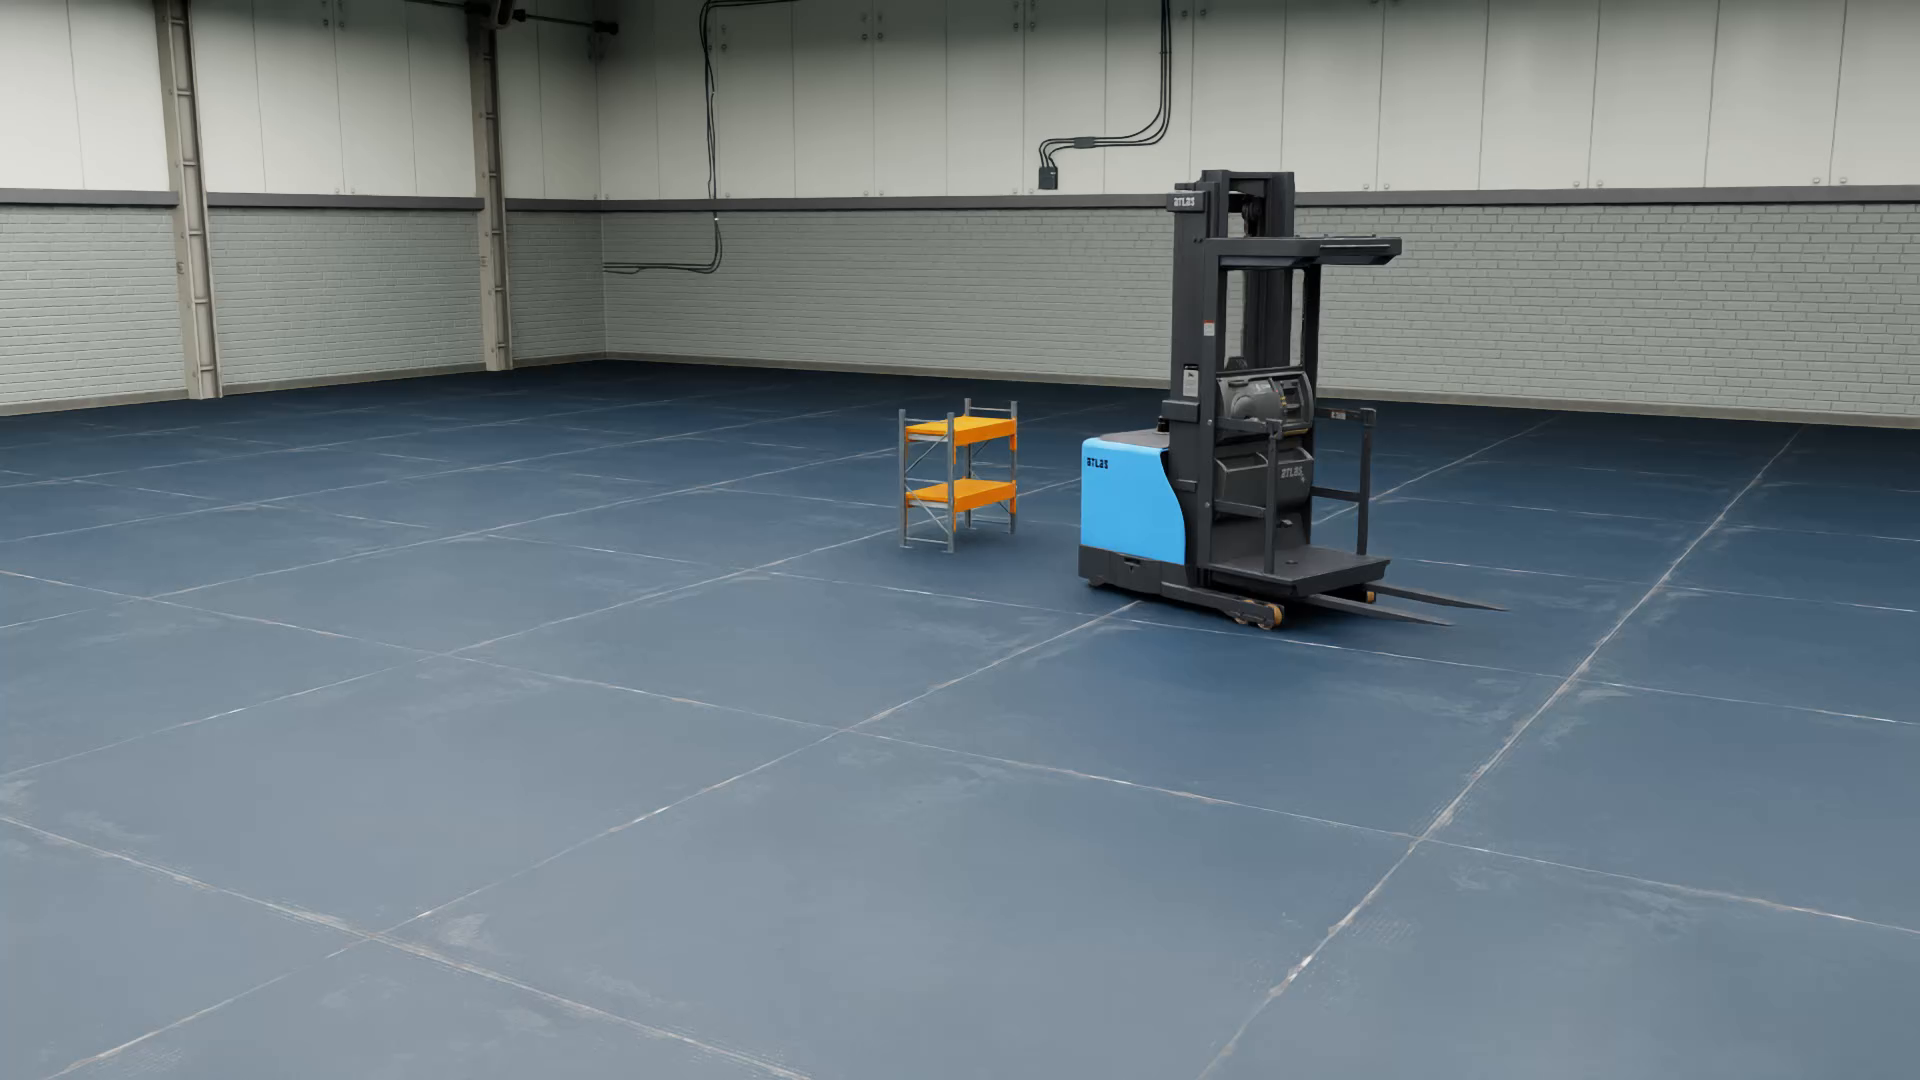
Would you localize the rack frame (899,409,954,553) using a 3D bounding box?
[{"bbox_3d":[-0.267,-0.472,13.332,0.500,1.125,0.032,6,12,31],"label":"rack frame"}]

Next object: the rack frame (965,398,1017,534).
[{"bbox_3d":[0.260,-0.632,14.187,0.500,1.125,0.032,6,12,31],"label":"rack frame"}]

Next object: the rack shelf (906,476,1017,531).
[{"bbox_3d":[-0.004,-0.311,13.804,0.538,0.278,1.000,6,12,31],"label":"rack shelf"}]

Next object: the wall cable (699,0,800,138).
[{"bbox_3d":[-3.494,-8.582,29.970,3.097,2.526,0.112,6,12,31],"label":"wall cable"}]

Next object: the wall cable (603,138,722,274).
[{"bbox_3d":[-5.807,-6.358,31.815,3.097,2.526,0.112,6,12,31],"label":"wall cable"}]

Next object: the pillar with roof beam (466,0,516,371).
[{"bbox_3d":[-4.787,-7.136,27.533,9.100,9.000,0.548,6,12,31],"label":"pillar with roof beam"}]

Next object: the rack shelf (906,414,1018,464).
[{"bbox_3d":[-0.004,-0.840,13.706,0.538,0.278,1.000,6,12,31],"label":"rack shelf"}]

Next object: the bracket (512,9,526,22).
[{"bbox_3d":[-7.947,-9.348,29.566,0.235,0.232,0.430,6,12,31],"label":"bracket"}]

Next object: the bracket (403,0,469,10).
[{"bbox_3d":[-9.716,-8.812,26.704,0.076,0.066,4.783,6,12,31],"label":"bracket"}]

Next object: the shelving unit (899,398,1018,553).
[{"bbox_3d":[-0.004,-0.552,13.759,0.538,1.125,1.048,6,12,31],"label":"shelving unit"}]

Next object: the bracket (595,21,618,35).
[{"bbox_3d":[-6.717,-9.721,31.557,0.235,0.232,0.430,6,12,31],"label":"bracket"}]

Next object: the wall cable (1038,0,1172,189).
[{"bbox_3d":[2.299,-8.647,26.359,2.305,6.003,0.169,6,12,31],"label":"wall cable"}]

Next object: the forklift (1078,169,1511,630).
[{"bbox_3d":[2.199,-0.964,11.054,1.130,2.935,3.031,-9,14,-40],"label":"forklift"}]

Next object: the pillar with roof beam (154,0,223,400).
[{"bbox_3d":[-7.902,-6.193,22.492,9.100,9.000,0.400,6,12,31],"label":"pillar with roof beam"}]

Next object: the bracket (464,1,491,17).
[{"bbox_3d":[-8.378,-9.218,28.868,0.235,0.232,0.430,6,12,31],"label":"bracket"}]

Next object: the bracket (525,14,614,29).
[{"bbox_3d":[-7.024,-9.628,31.061,0.076,0.066,3.189,6,12,31],"label":"bracket"}]
